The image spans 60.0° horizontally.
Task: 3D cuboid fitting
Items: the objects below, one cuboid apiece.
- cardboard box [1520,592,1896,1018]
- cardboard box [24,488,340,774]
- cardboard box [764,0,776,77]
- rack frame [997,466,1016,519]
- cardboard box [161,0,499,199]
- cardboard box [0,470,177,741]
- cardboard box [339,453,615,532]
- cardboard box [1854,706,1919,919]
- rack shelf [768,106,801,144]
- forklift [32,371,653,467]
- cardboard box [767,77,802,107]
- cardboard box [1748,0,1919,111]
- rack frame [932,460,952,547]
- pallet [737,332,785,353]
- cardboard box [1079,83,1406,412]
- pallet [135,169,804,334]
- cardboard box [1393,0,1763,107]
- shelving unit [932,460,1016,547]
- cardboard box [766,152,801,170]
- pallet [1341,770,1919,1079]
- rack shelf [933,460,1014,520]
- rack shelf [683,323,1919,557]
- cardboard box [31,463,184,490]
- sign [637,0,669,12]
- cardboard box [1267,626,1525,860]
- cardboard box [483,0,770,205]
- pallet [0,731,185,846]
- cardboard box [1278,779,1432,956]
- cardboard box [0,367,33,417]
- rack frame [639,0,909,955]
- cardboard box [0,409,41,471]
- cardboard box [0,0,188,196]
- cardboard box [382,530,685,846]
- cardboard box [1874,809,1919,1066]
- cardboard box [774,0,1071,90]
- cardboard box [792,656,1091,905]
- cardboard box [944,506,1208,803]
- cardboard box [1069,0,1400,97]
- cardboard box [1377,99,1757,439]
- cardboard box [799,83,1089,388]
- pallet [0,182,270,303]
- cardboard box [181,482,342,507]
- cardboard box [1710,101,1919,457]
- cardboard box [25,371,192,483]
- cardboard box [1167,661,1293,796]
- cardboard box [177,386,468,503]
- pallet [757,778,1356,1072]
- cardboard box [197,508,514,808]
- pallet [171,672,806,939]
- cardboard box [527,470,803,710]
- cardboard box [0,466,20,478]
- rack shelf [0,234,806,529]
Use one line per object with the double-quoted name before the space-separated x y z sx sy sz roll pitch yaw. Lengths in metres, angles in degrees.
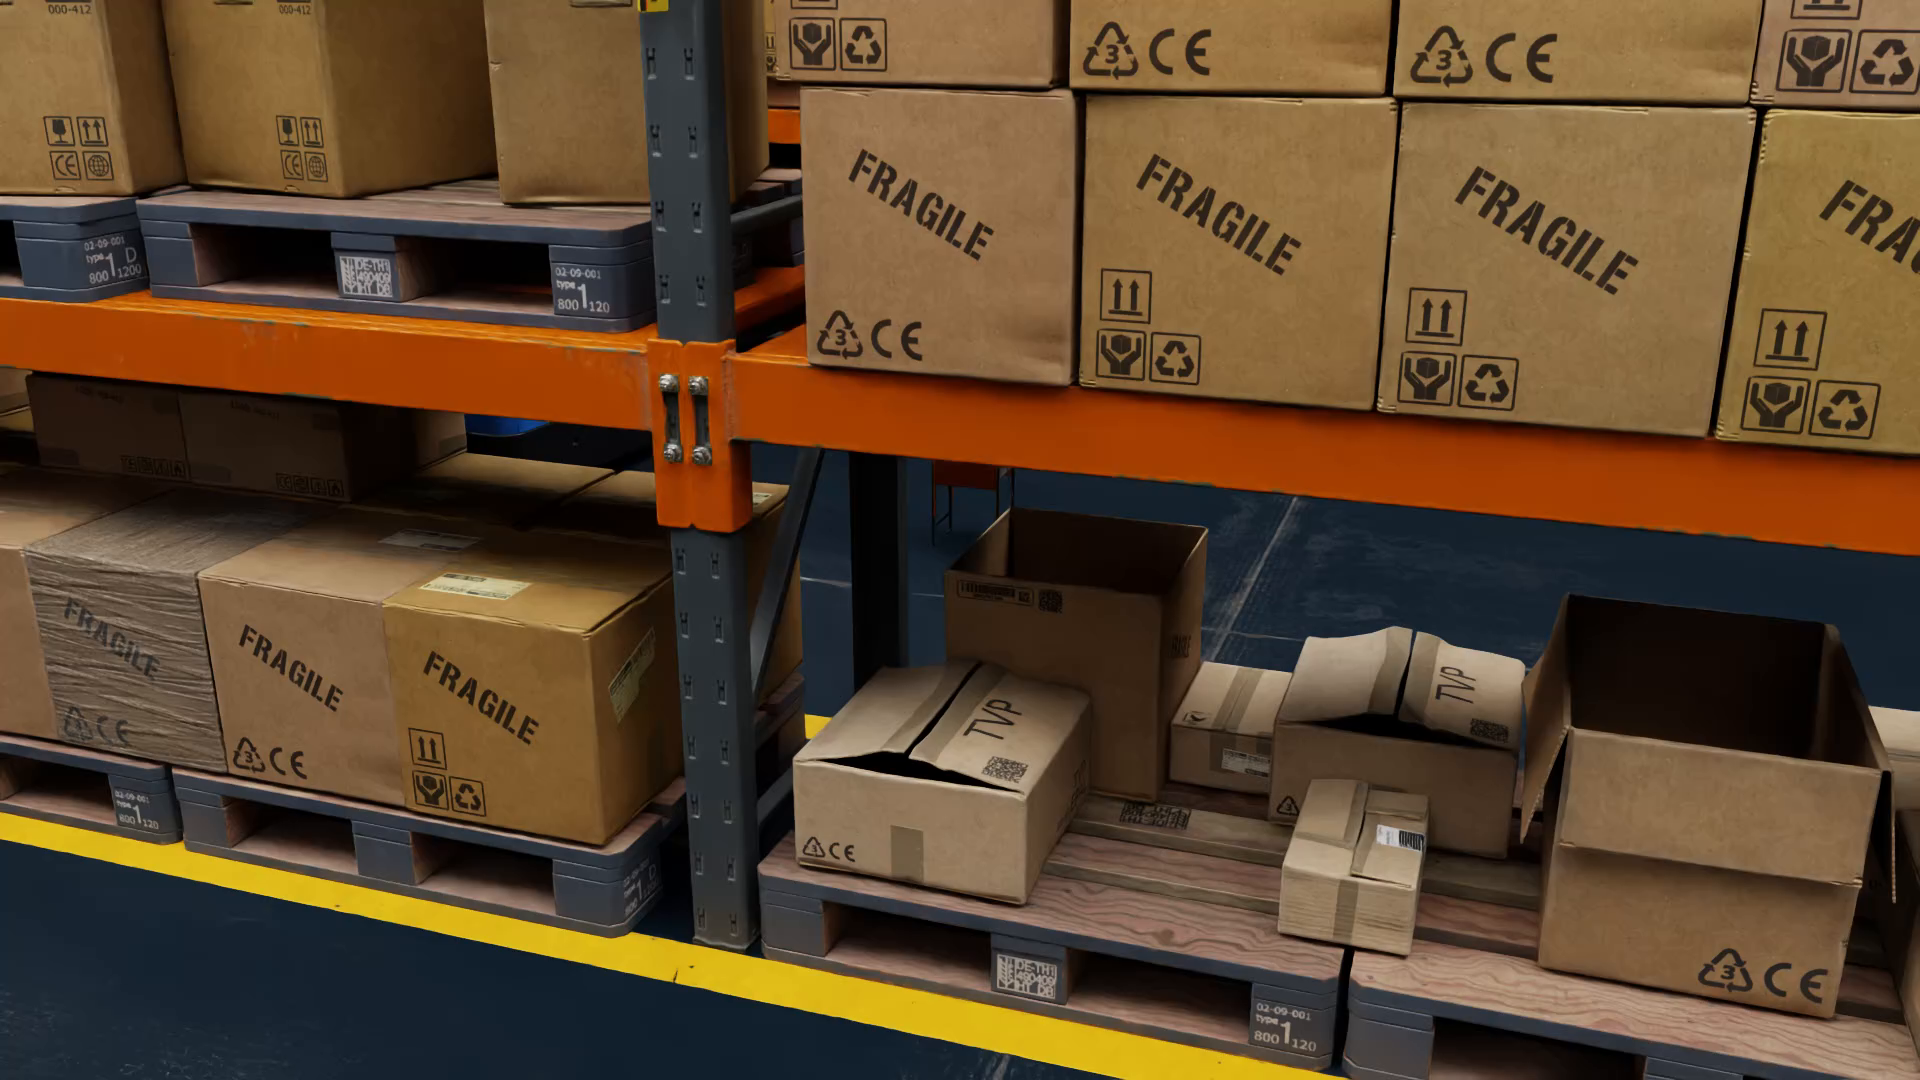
"cardboard box" 1.425 0.478 3.273 0.637 0.503 0.797 7 20 18
"cardboard box" -1.850 0.203 4.065 0.500 0.500 0.500 7 20 19
"cardboard box" -0.679 -2.565 8.244 0.500 0.500 0.500 7 20 20
"rack frame" 0.166 -0.477 5.849 0.008 1.050 0.200 7 20 18
"cardboard box" -1.396 -1.115 3.929 0.500 0.500 0.700 10 22 27
"cardboard box" -2.331 0.149 4.220 0.500 0.500 0.500 6 20 16
"cardboard box" -1.236 0.096 4.373 0.500 0.500 0.500 7 20 19
"cardboard box" 2.062 0.573 3.384 0.500 0.250 0.500 7 20 18
"rack shelf" -0.619 -2.112 8.670 4.000 0.370 1.077 7 20 18
"forklift" -2.807 -1.844 6.913 3.031 2.935 1.130 9 21 25
"cardboard box" -0.820 -2.288 8.435 0.250 0.149 0.380 7 20 18
"cardboard box" 1.462 -0.909 2.455 0.500 0.500 0.500 7 20 20
"rack frame" -0.065 -0.503 5.925 0.008 1.050 0.200 7 20 18
"pallet" -0.639 -1.110 8.939 1.213 0.211 1.003 7 20 18
"cardboard box" 0.525 -0.548 2.939 0.500 0.500 0.500 7 20 19
"pallet" -1.071 -0.724 3.888 1.213 0.211 1.003 7 20 18
"cardboard box" 0.974 -0.964 2.615 0.500 0.500 0.500 6 20 16
"shelving unit" 0.051 -0.490 5.887 0.252 1.050 0.215 7 20 18
"cardboard box" -1.031 -1.634 8.834 0.750 0.750 0.750 6 20 18
"pallet" 1.453 0.828 3.381 1.213 0.211 1.003 7 20 18
"rack shelf" 0.051 -0.218 5.982 0.240 0.259 0.215 7 20 18
"rack shelf" 1.538 -0.139 3.010 4.000 0.370 1.077 7 20 18
"cardboard box" -2.183 -0.015 4.692 0.500 0.500 0.500 6 20 16
"sign" -0.530 -1.068 2.825 0.005 0.325 0.100 7 20 18
"cardboard box" 0.988 0.422 3.726 0.500 0.311 0.500 7 20 18
"cardboard box" -0.726 -1.061 3.773 0.500 0.500 0.700 0 19 0
"pallet" -2.289 0.415 4.566 1.213 0.211 1.003 7 20 18
"cardboard box" 0.794 0.638 3.324 0.250 0.166 0.380 7 20 18
"cardboard box" -3.115 -0.475 4.873 0.500 0.250 0.500 7 21 20
"rack frame" -0.352 -0.695 3.512 0.127 3.000 1.000 7 20 18
"cardboard box" -2.681 -0.070 4.849 0.500 0.500 0.500 6 20 16
"cardboard box" -2.041 -1.112 3.919 0.500 0.500 0.700 1 19 4
"cardboard box" -0.912 0.314 3.748 0.500 0.500 0.500 6 20 18
"cardboard box" 1.945 0.734 2.922 0.500 0.250 0.500 7 20 18
"cardboard box" 0.001 -1.076 2.934 0.500 0.500 0.500 7 20 19
"cardboard box" -0.026 0.480 3.559 0.500 0.311 0.500 7 20 18
"cardboard box" 0.280 0.251 3.927 0.500 0.500 0.500 7 20 18
"cardboard box" 0.489 -1.020 2.774 0.500 0.500 0.500 6 20 16
"cardboard box" 0.997 -0.493 2.782 0.500 0.500 0.500 6 20 18
"cardboard box" 0.040 -0.602 3.094 0.500 0.500 0.500 7 20 19
"pallet" -2.292 -0.827 4.184 1.213 0.211 1.003 7 20 18
"cardboard box" -1.706 0.039 4.535 0.500 0.500 0.500 7 20 19
"cardboard box" 1.478 -0.439 2.625 0.500 0.500 0.500 6 20 17
"cardboard box" -2.147 -0.366 4.560 0.500 0.250 0.500 6 20 17
"cardboard box" 0.654 0.439 3.922 0.250 0.149 0.380 7 20 18
"cardboard box" -1.673 -0.312 4.405 0.500 0.250 0.500 7 20 18
"pallet" 0.297 0.697 3.757 1.213 0.211 1.003 7 20 18
"cardboard box" -1.376 0.258 3.909 0.500 0.500 0.500 7 20 18
"pallet" -1.132 0.546 4.189 1.213 0.211 1.003 7 20 18
"cardboard box" -0.729 0.150 4.218 0.500 0.500 0.500 6 20 16
"cardboard box" -2.825 0.094 4.377 0.500 0.500 0.500 6 20 17
"rack shelf" -2.241 -0.571 4.250 4.000 0.370 1.077 7 20 18
